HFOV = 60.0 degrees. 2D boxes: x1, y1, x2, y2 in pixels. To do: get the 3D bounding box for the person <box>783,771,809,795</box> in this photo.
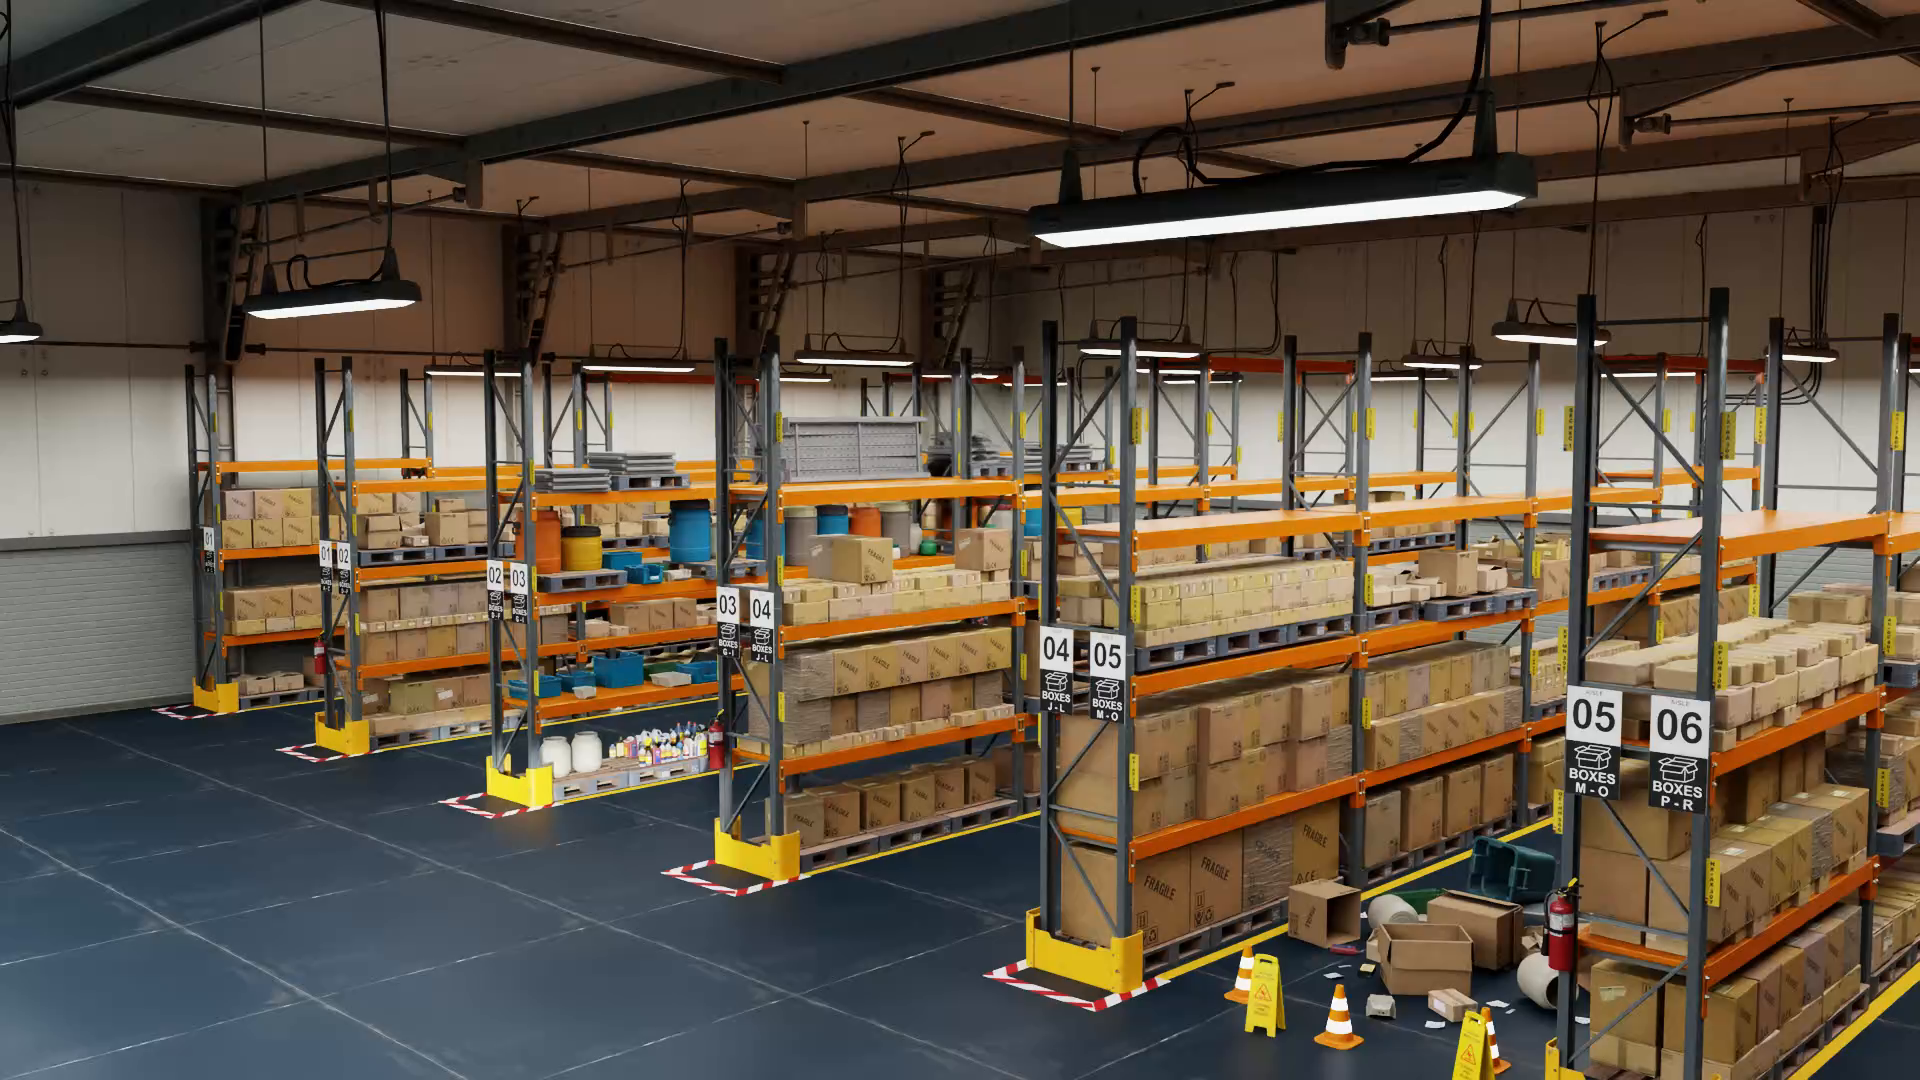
[{"bbox_3d":[-2.235,2.726,22.555,0.565,1.481,0.704,2,5,28],"label":"person"}]
